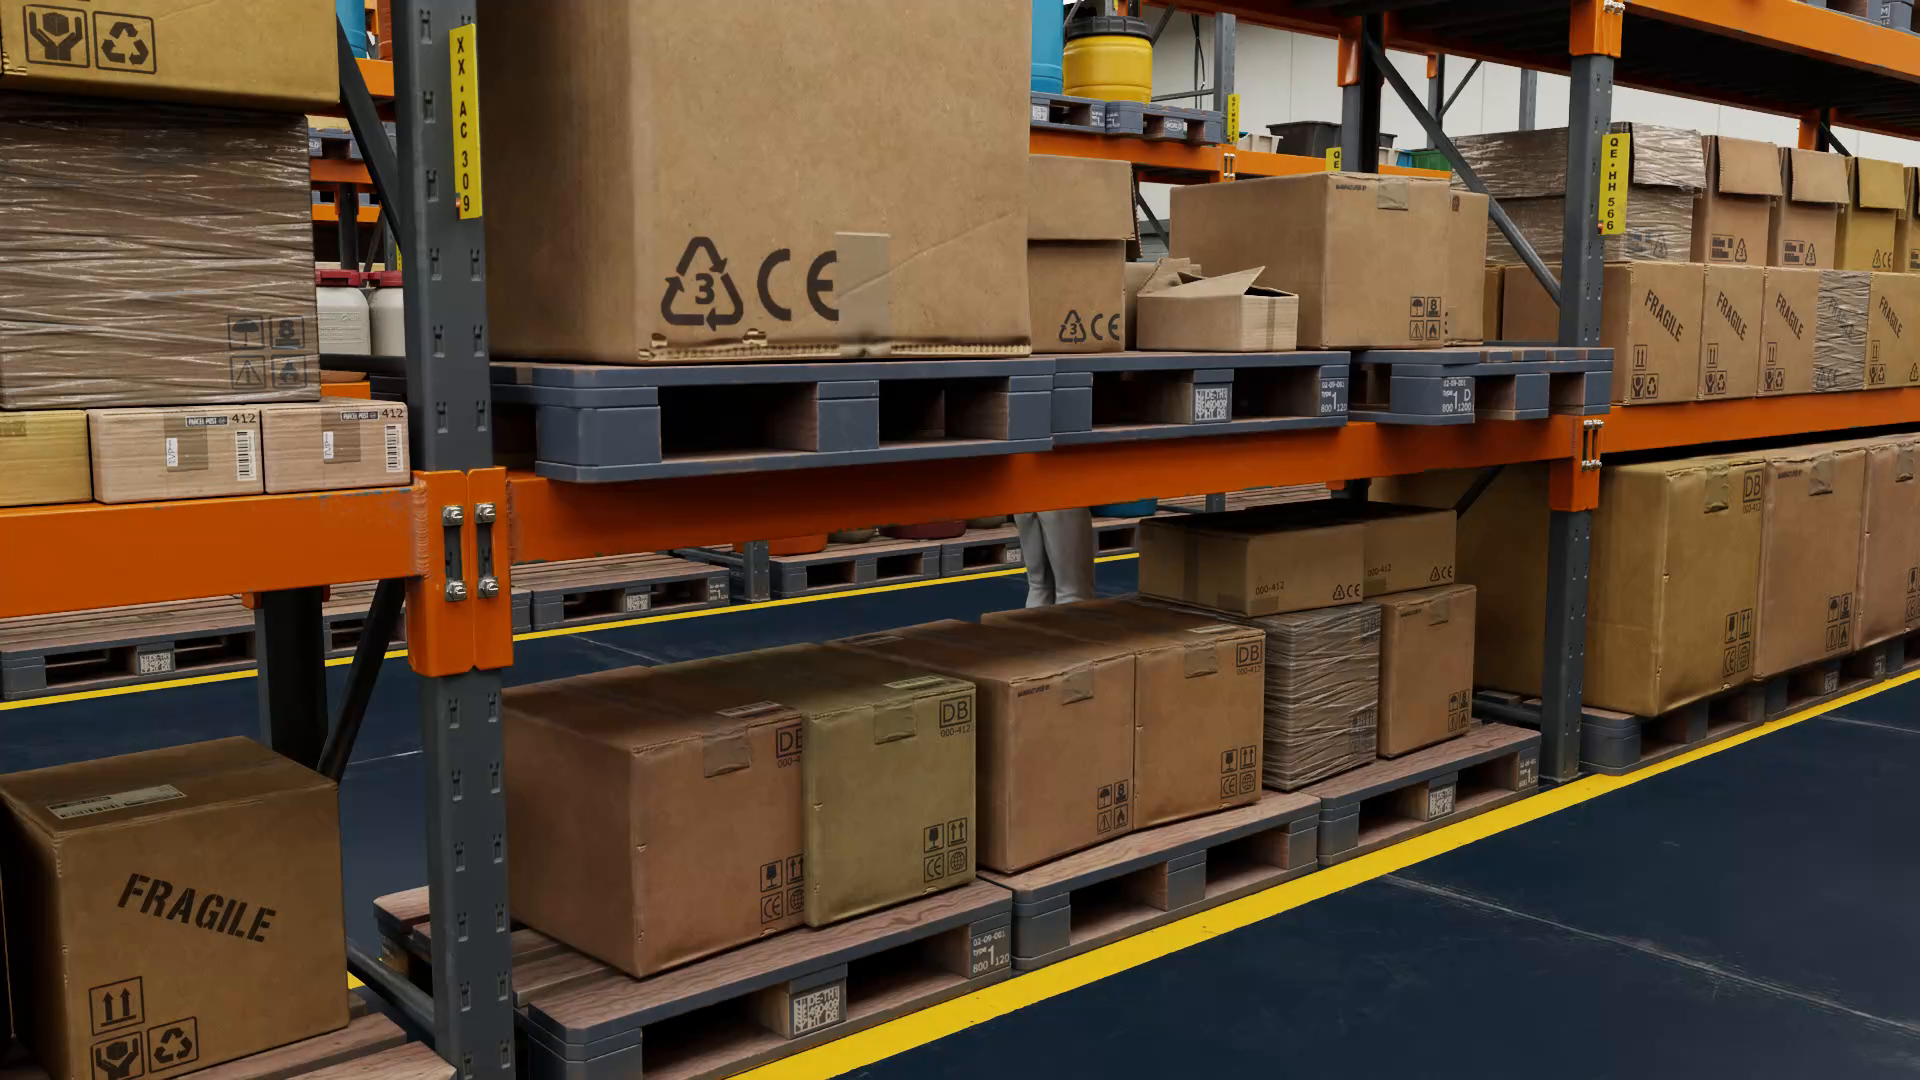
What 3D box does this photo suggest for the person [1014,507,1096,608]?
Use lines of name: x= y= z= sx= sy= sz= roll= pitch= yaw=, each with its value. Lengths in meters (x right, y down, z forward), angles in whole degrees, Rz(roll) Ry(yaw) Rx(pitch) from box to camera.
person: x=0.425 y=-0.134 z=6.859 sx=0.561 sy=1.662 sz=0.436 roll=-6 pitch=10 yaw=-40
